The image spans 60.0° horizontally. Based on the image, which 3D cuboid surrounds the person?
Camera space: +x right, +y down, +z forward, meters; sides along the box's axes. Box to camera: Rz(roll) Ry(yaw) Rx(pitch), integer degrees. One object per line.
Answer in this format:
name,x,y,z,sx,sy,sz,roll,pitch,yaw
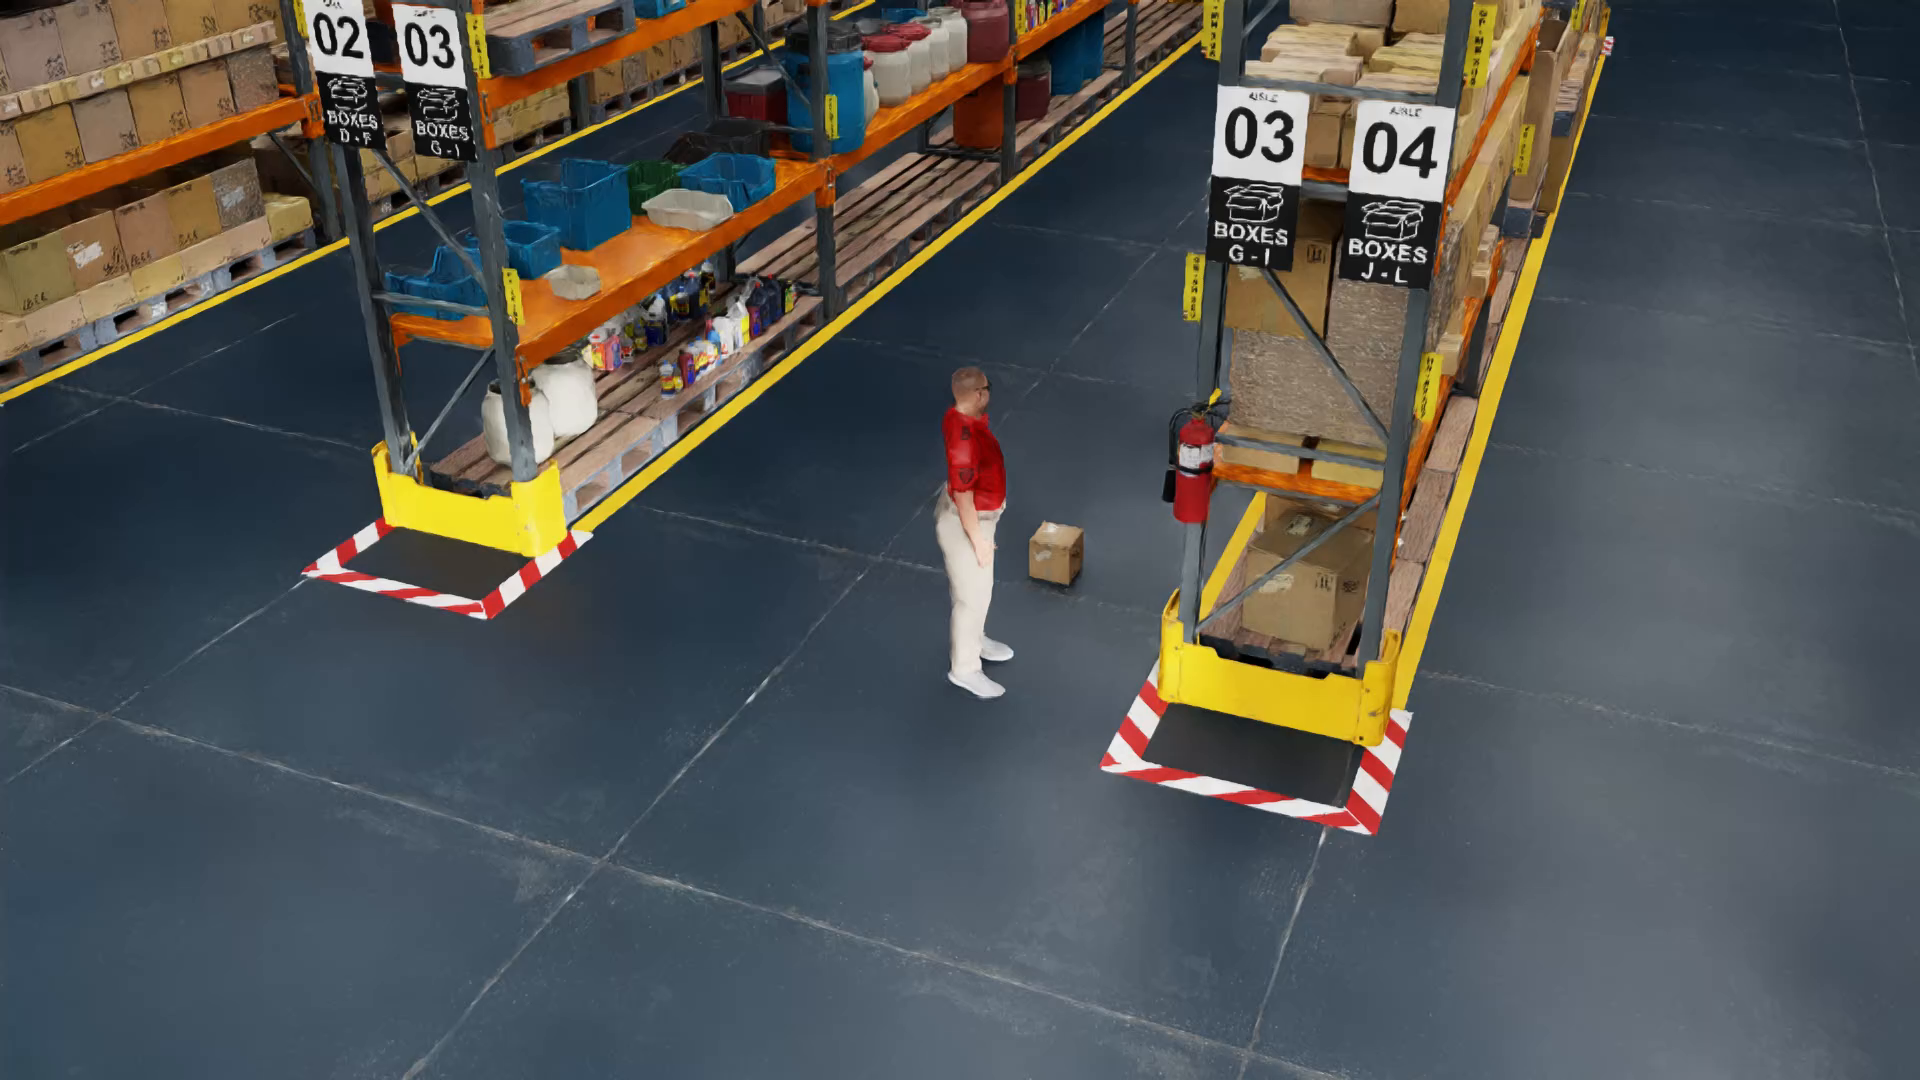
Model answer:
person,0.080,-0.024,8.563,0.418,1.699,0.582,-2,29,-3
